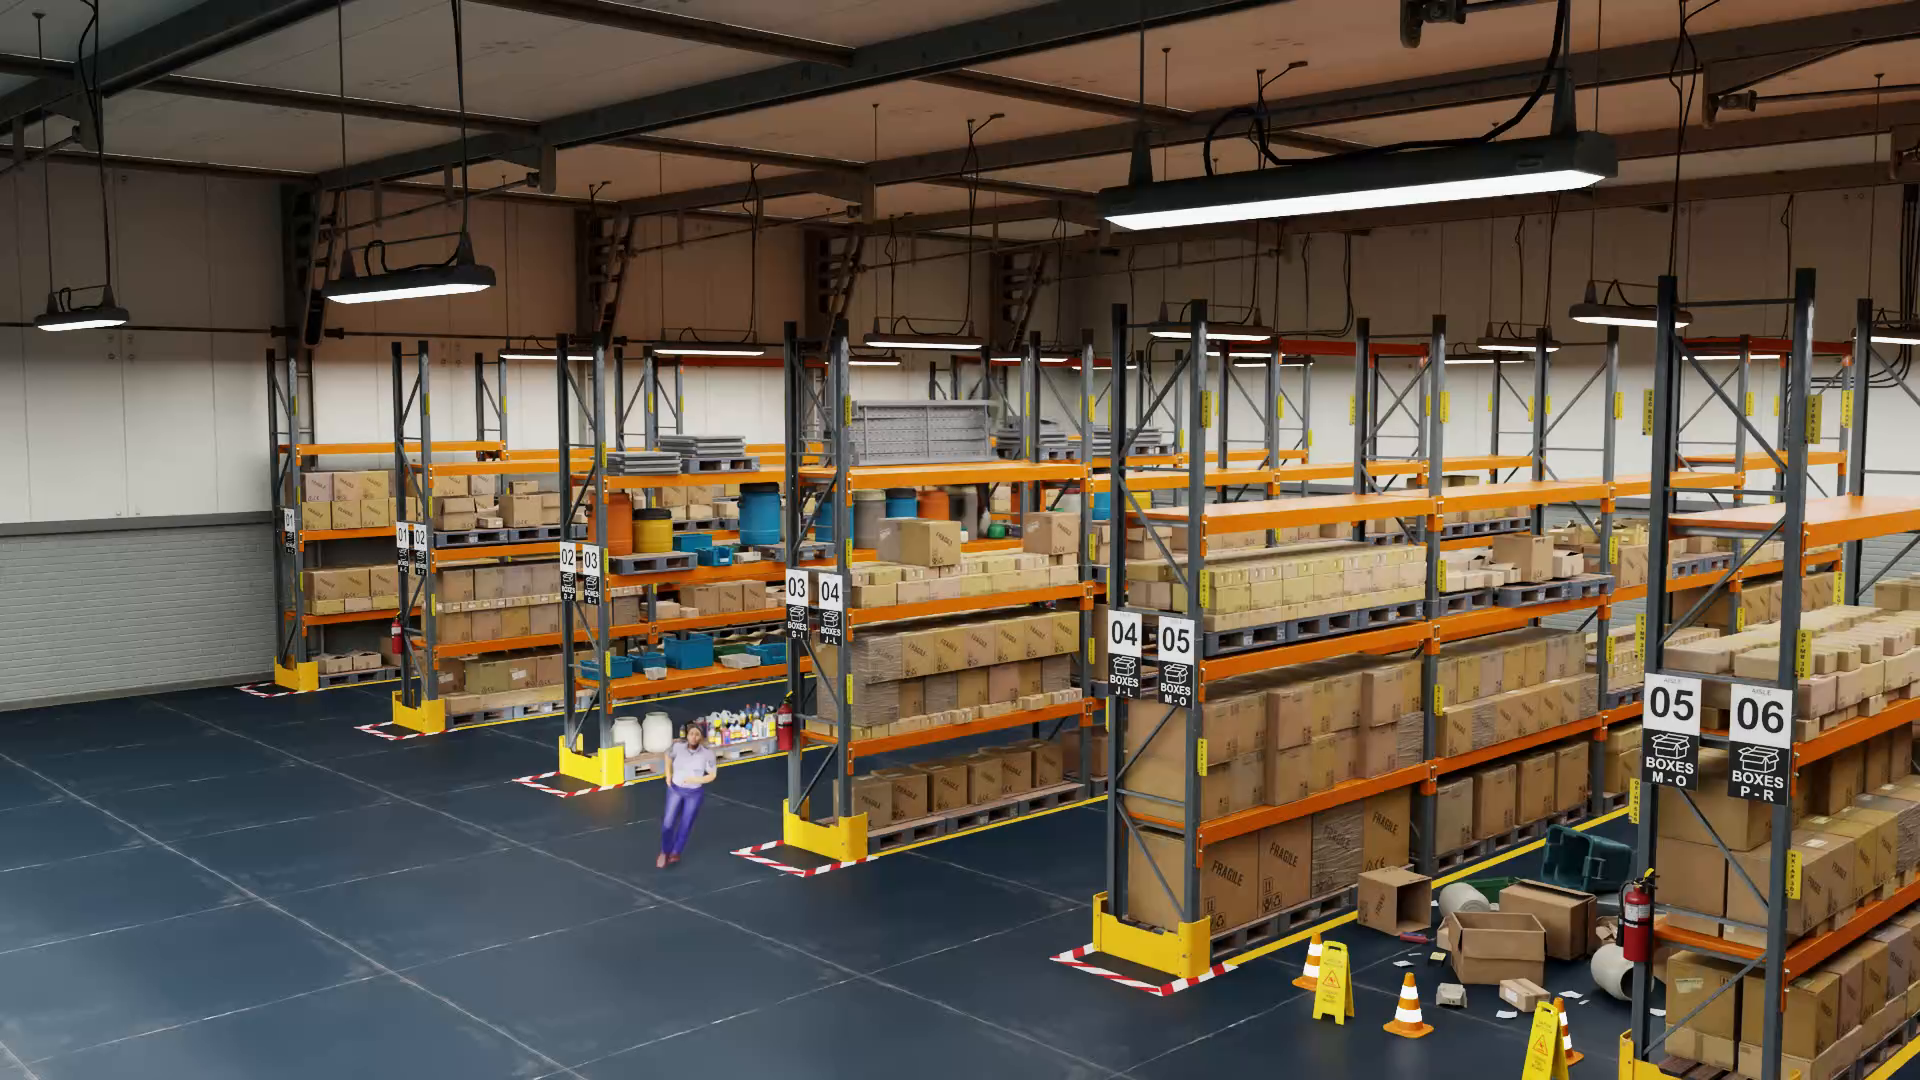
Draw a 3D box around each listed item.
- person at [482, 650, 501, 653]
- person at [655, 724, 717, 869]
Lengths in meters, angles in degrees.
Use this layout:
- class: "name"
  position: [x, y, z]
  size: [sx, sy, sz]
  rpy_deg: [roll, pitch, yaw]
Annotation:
- class: "person"
  position: [-7.972, 1.789, 28.502]
  size: [0.701, 1.750, 0.981]
  rpy_deg: [4, 6, 39]
- class: "person"
  position: [-3.002, 2.813, 18.208]
  size: [0.684, 1.606, 0.607]
  rpy_deg: [0, 5, -2]
